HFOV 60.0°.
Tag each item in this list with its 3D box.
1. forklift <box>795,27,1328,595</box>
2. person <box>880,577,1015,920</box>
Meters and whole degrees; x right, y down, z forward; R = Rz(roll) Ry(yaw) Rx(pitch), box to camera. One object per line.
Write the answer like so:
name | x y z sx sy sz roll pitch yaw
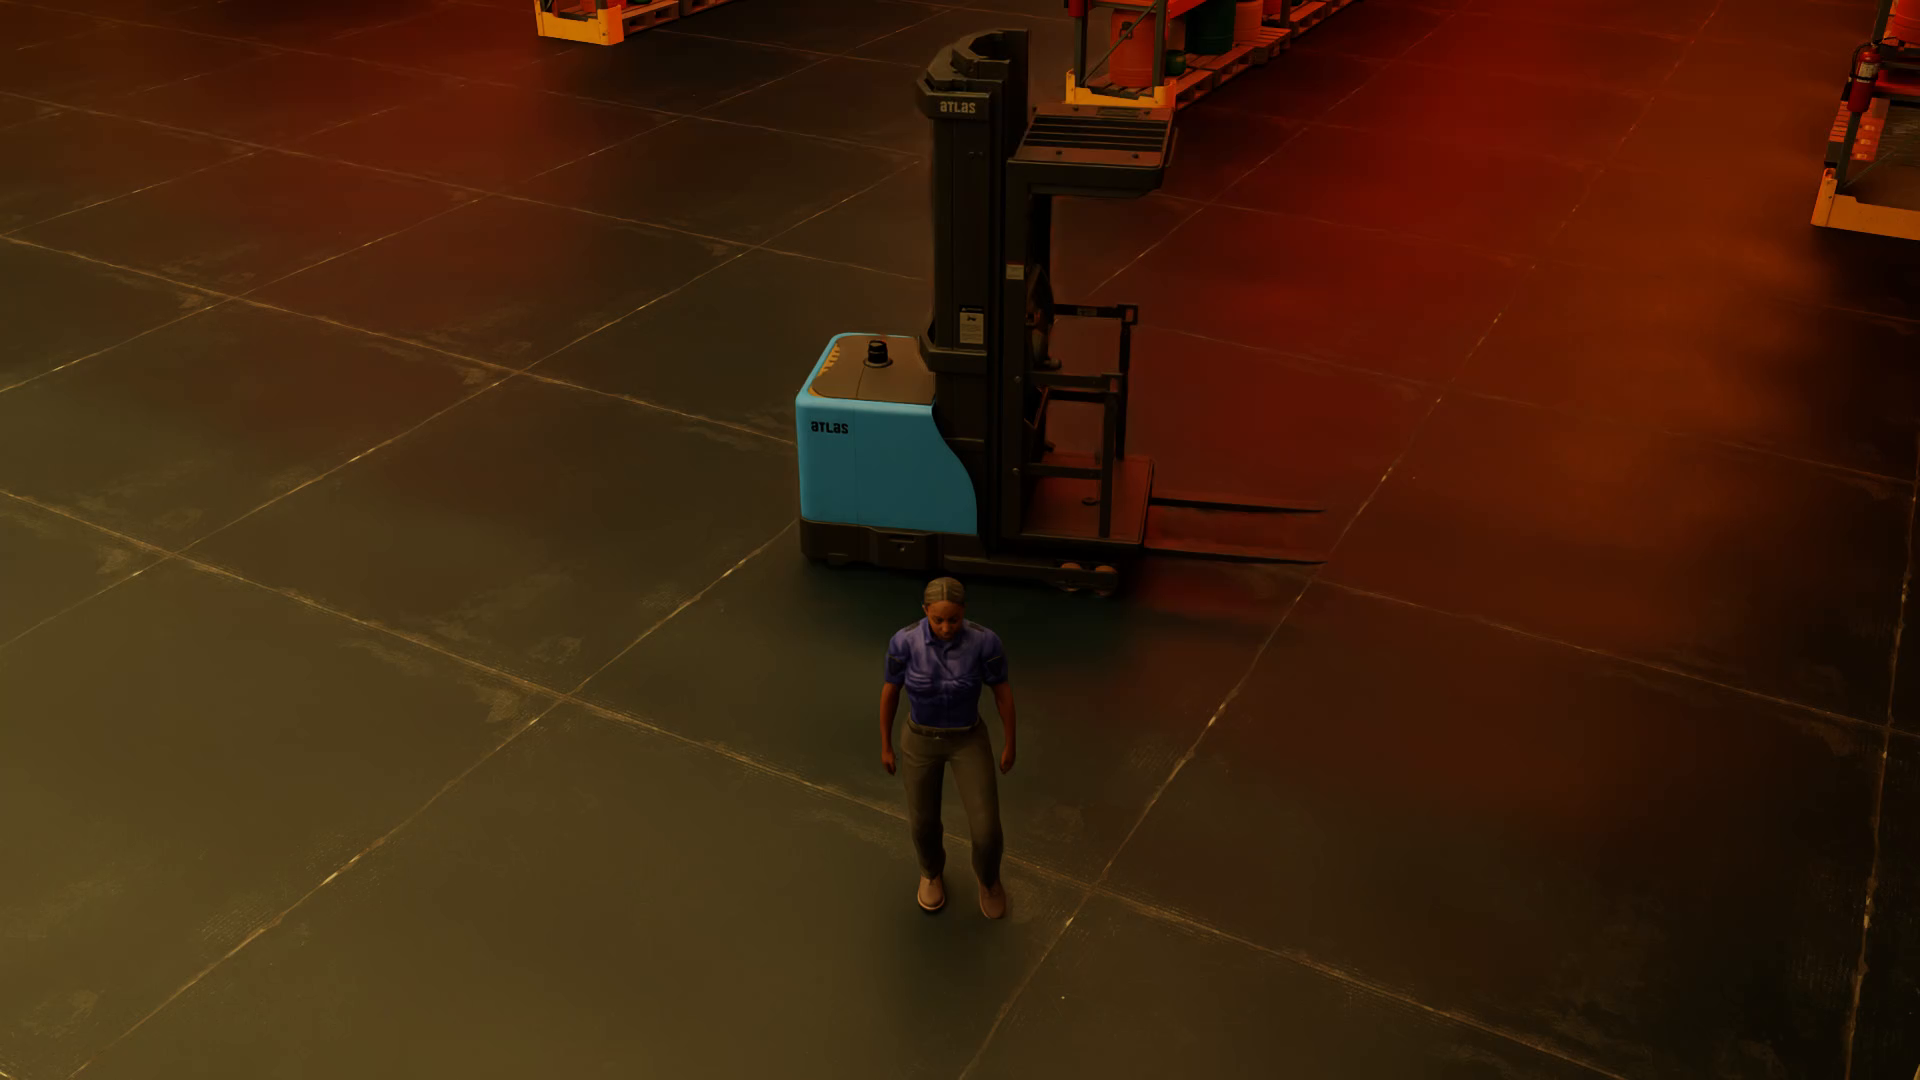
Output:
forklift | 0.628 -1.243 9.224 3.031 2.935 1.130 5 30 8
person | -0.053 0.887 6.852 0.561 1.661 0.464 1 30 1
